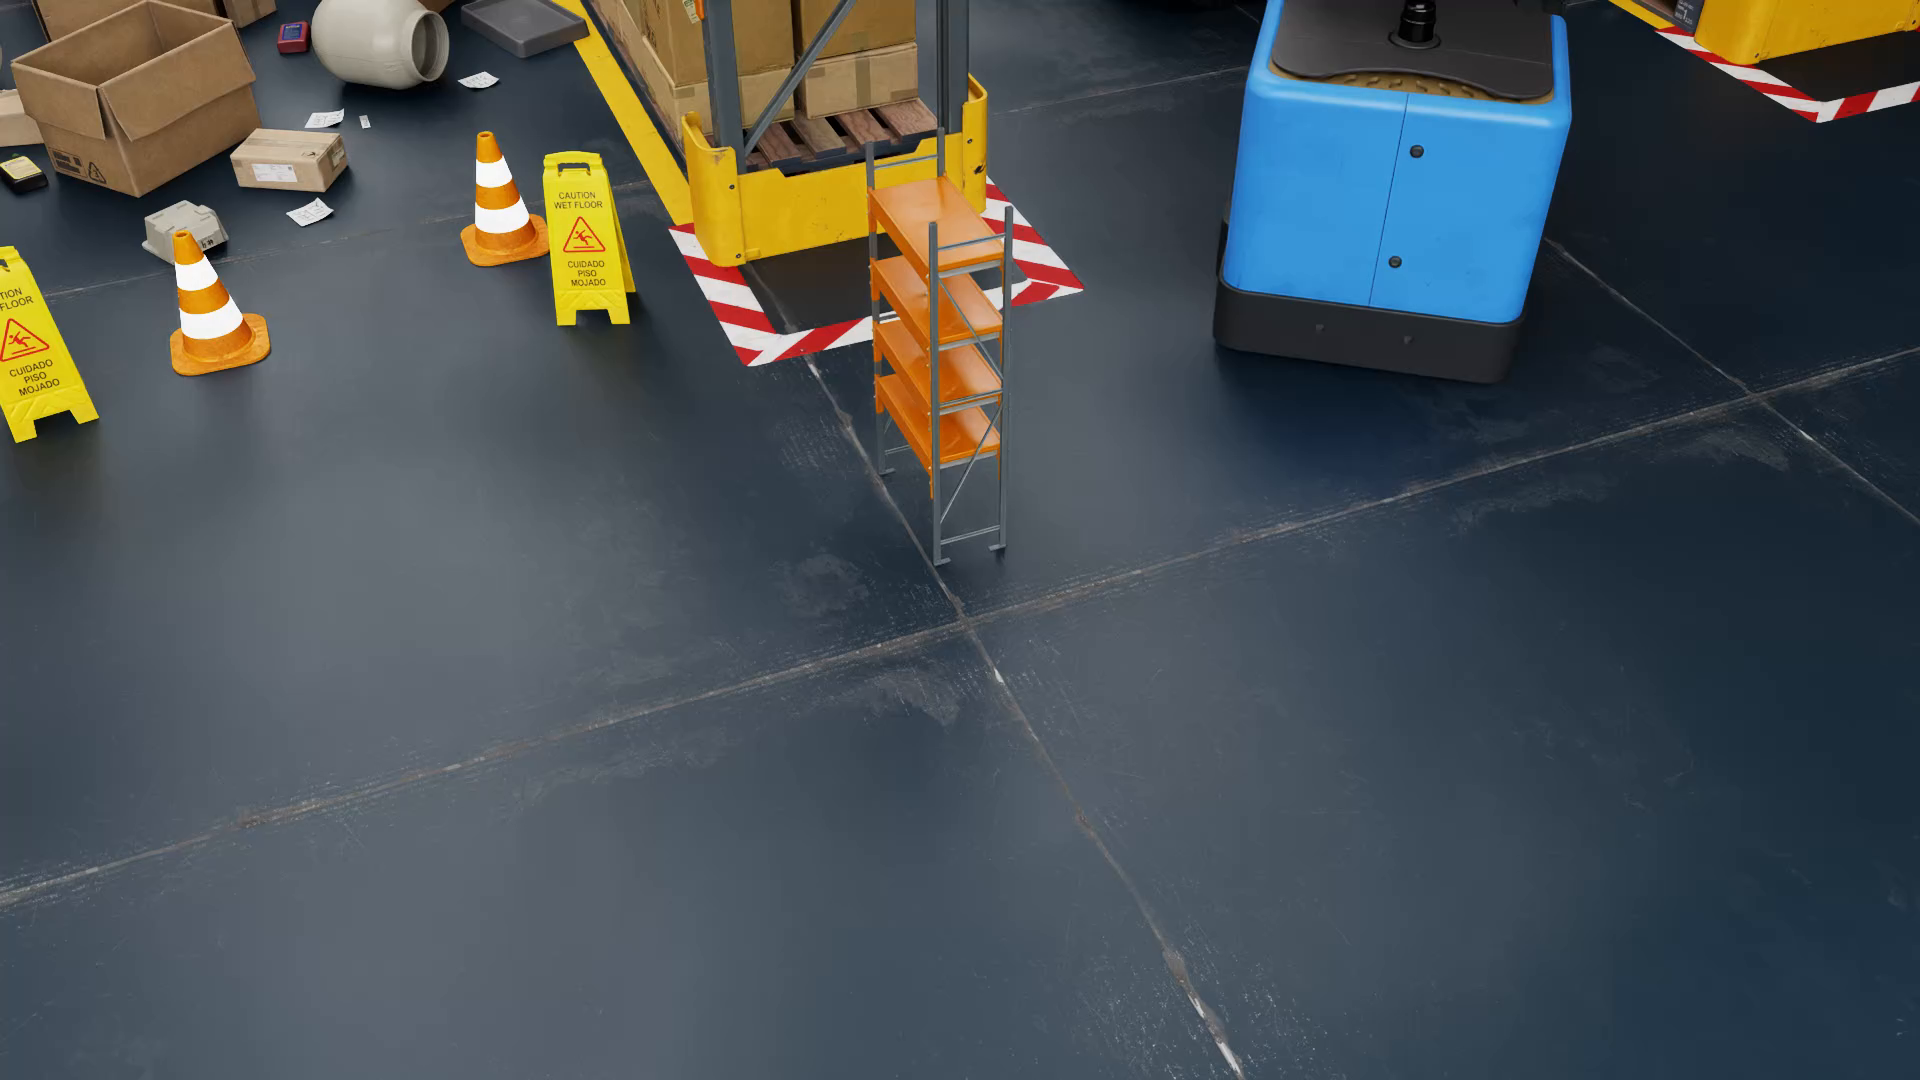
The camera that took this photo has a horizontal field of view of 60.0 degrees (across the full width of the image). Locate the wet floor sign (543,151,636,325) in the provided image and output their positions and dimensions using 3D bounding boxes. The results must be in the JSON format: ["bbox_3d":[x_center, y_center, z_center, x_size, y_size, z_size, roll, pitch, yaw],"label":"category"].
[{"bbox_3d":[-1.366,-1.119,6.056,0.267,0.644,0.232,-2,41,-2],"label":"wet floor sign"}]

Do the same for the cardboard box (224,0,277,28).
[{"bbox_3d":[-3.652,-2.740,8.232,0.396,0.266,0.258,19,44,20],"label":"cardboard box"}]

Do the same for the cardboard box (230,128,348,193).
[{"bbox_3d":[-2.817,-1.597,6.993,0.380,0.149,0.250,5,41,6],"label":"cardboard box"}]

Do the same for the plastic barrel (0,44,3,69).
[{"bbox_3d":[-4.664,-2.229,7.518,0.512,0.421,0.421,12,42,13],"label":"plastic barrel"}]

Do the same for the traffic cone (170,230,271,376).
[{"bbox_3d":[-2.702,-0.887,5.926,0.336,0.463,0.334,-15,43,-17],"label":"traffic cone"}]

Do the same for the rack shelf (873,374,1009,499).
[{"bbox_3d":[-0.063,-0.353,5.148,0.258,0.148,0.480,-15,43,-17],"label":"rack shelf"}]

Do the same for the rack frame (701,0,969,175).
[{"bbox_3d":[-0.450,-2.393,5.732,1.000,3.000,0.127,-15,43,-17],"label":"rack frame"}]

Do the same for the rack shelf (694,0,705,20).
[{"bbox_3d":[-1.215,-3.325,7.368,1.077,0.370,4.000,-15,43,-17],"label":"rack shelf"}]

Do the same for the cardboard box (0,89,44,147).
[{"bbox_3d":[-4.156,-1.894,7.249,0.396,0.266,0.258,-8,41,-9],"label":"cardboard box"}]

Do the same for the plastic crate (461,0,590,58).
[{"bbox_3d":[-2.137,-2.545,8.149,0.402,0.080,0.583,-31,49,-31],"label":"plastic crate"}]

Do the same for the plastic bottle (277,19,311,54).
[{"bbox_3d":[-3.219,-2.443,8.044,0.133,0.061,0.283,-8,41,-9],"label":"plastic bottle"}]

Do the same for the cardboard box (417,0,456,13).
[{"bbox_3d":[-2.828,-2.871,8.203,0.500,0.500,0.500,12,42,13],"label":"cardboard box"}]

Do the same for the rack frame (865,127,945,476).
[{"bbox_3d":[-0.157,-0.702,5.146,0.240,1.200,0.015,-15,43,-17],"label":"rack frame"}]

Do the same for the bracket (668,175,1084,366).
[{"bbox_3d":[-0.346,-1.108,6.538,1.378,0.001,1.079,-15,43,-17],"label":"bracket"}]

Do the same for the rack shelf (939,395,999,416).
[{"bbox_3d":[-0.063,-0.525,5.000,0.199,0.029,0.442,-15,43,-17],"label":"rack shelf"}]

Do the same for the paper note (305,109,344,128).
[{"bbox_3d":[-2.837,-1.885,7.427,0.148,0.019,0.142,-2,41,-2],"label":"paper note"}]

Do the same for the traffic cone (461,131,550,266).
[{"bbox_3d":[-1.806,-1.368,6.486,0.336,0.463,0.334,-15,43,-17],"label":"traffic cone"}]

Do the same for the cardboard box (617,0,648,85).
[{"bbox_3d":[-1.199,-2.244,7.345,0.500,0.250,0.500,-15,43,-17],"label":"cardboard box"}]

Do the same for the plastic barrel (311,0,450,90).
[{"bbox_3d":[-2.639,-2.283,7.580,0.512,0.421,0.421,12,42,13],"label":"plastic barrel"}]

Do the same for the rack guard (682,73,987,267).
[{"bbox_3d":[-0.479,-1.491,6.601,1.175,0.500,0.348,-15,43,-17],"label":"rack guard"}]

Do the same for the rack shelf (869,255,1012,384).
[{"bbox_3d":[-0.063,-0.673,4.873,0.258,0.148,0.480,-15,43,-17],"label":"rack shelf"}]

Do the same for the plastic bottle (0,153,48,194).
[{"bbox_3d":[-3.966,-1.552,7.008,0.133,0.061,0.283,-31,49,-31],"label":"plastic bottle"}]

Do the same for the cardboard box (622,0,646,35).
[{"bbox_3d":[-1.200,-2.525,7.098,0.500,0.500,0.500,-14,43,-15],"label":"cardboard box"}]

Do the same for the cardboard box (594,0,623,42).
[{"bbox_3d":[-1.404,-2.557,7.710,0.500,0.250,0.500,-17,43,-18],"label":"cardboard box"}]

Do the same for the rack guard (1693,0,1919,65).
[{"bbox_3d":[4.144,-2.671,7.973,1.175,0.500,0.348,-15,43,-17],"label":"rack guard"}]

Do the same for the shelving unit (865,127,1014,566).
[{"bbox_3d":[-0.063,-0.555,4.975,0.258,1.200,0.503,-15,43,-17],"label":"shelving unit"}]

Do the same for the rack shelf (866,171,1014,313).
[{"bbox_3d":[-0.063,-0.853,4.719,0.258,0.148,0.480,-15,43,-17],"label":"rack shelf"}]

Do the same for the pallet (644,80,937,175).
[{"bbox_3d":[-0.757,-1.880,7.274,1.003,0.211,1.213,-15,43,-17],"label":"pallet"}]

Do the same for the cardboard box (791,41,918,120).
[{"bbox_3d":[-0.503,-2.065,7.137,0.500,0.250,0.500,-15,43,-17],"label":"cardboard box"}]

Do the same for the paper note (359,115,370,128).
[{"bbox_3d":[-7.054,-5.641,11.648,3.823,0.211,13.979,-15,43,-17],"label":"paper note"}]

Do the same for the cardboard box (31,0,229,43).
[{"bbox_3d":[-3.826,-2.486,7.651,0.797,0.637,0.503,-15,43,-17],"label":"cardboard box"}]

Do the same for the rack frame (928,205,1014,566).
[{"bbox_3d":[0.030,-0.408,4.804,0.240,1.200,0.015,-15,43,-17],"label":"rack frame"}]

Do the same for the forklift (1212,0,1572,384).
[{"bbox_3d":[1.763,-2.624,6.054,1.130,2.935,3.031,9,42,11],"label":"forklift"}]

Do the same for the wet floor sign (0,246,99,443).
[{"bbox_3d":[-3.144,-0.681,5.547,0.267,0.644,0.232,-23,46,-24],"label":"wet floor sign"}]

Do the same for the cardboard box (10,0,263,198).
[{"bbox_3d":[-3.461,-1.873,7.042,0.637,0.503,0.797,19,44,20],"label":"cardboard box"}]

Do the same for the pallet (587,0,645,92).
[{"bbox_3d":[-1.220,-2.614,8.127,1.003,0.211,1.213,-15,43,-17],"label":"pallet"}]

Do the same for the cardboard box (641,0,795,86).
[{"bbox_3d":[-0.997,-2.212,6.733,0.500,0.500,0.500,-15,43,-17],"label":"cardboard box"}]
